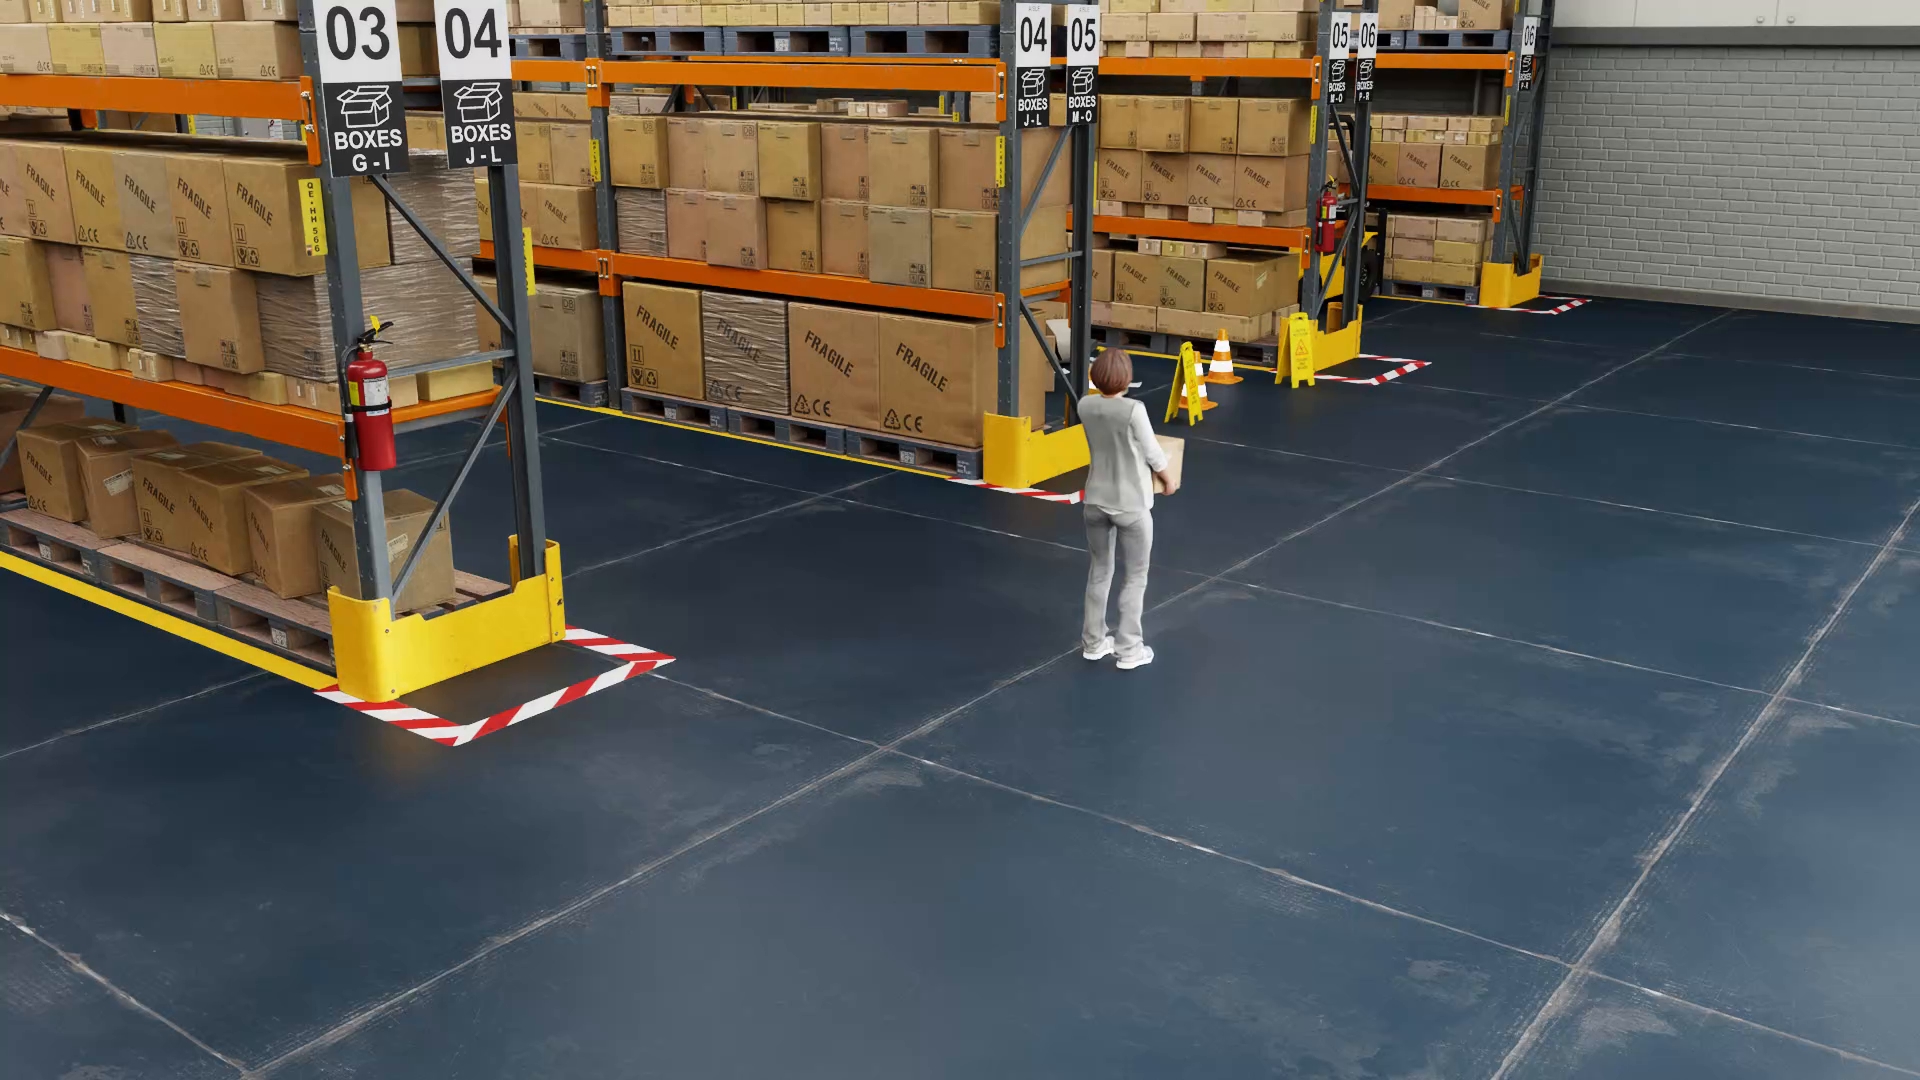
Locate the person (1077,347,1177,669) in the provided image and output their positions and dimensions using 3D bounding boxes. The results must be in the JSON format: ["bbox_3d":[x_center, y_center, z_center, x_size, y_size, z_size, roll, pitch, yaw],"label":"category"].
[{"bbox_3d":[0.815,-0.175,8.150,0.406,1.586,0.492,12,21,35],"label":"person"}]
